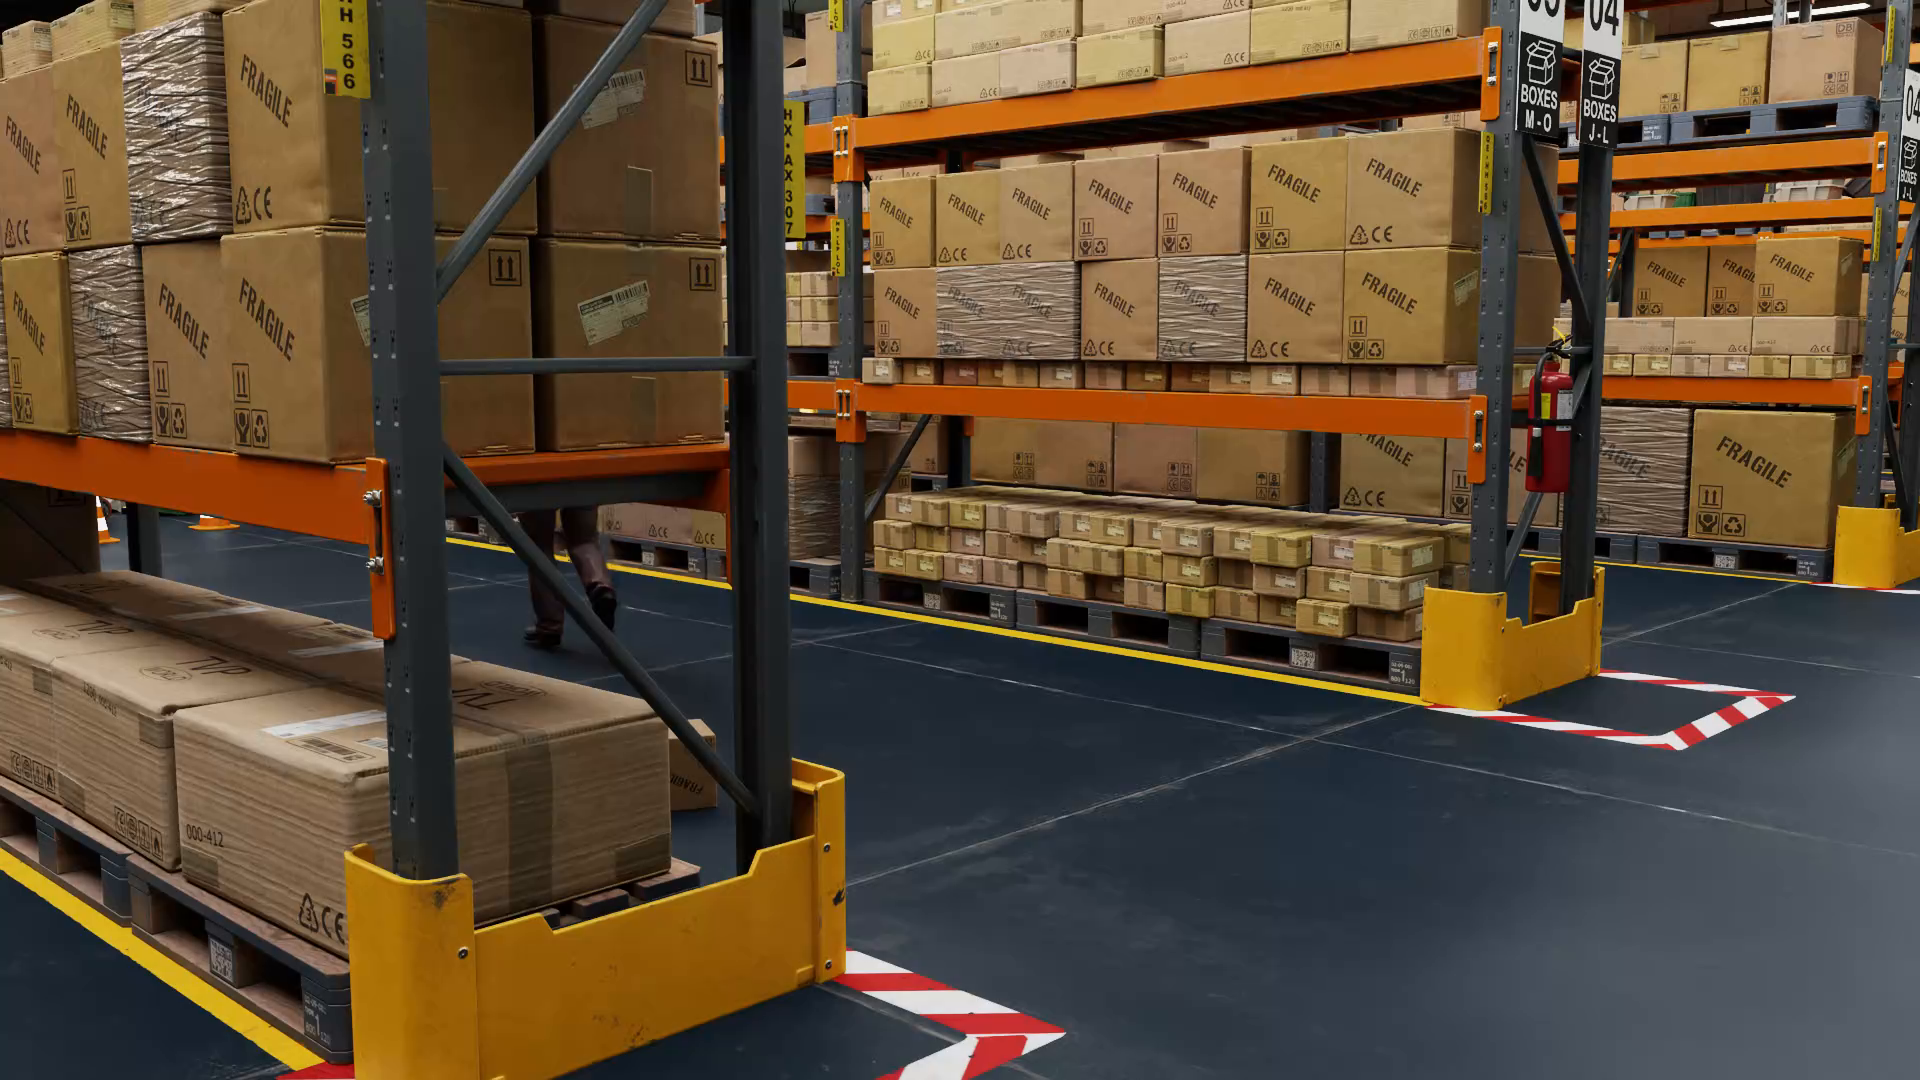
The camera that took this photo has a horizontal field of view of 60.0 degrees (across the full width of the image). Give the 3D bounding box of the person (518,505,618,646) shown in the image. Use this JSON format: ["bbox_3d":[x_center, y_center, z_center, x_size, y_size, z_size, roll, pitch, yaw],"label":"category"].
[{"bbox_3d":[-1.975,-0.310,8.279,0.542,1.703,0.697,-5,8,-34],"label":"person"}]
